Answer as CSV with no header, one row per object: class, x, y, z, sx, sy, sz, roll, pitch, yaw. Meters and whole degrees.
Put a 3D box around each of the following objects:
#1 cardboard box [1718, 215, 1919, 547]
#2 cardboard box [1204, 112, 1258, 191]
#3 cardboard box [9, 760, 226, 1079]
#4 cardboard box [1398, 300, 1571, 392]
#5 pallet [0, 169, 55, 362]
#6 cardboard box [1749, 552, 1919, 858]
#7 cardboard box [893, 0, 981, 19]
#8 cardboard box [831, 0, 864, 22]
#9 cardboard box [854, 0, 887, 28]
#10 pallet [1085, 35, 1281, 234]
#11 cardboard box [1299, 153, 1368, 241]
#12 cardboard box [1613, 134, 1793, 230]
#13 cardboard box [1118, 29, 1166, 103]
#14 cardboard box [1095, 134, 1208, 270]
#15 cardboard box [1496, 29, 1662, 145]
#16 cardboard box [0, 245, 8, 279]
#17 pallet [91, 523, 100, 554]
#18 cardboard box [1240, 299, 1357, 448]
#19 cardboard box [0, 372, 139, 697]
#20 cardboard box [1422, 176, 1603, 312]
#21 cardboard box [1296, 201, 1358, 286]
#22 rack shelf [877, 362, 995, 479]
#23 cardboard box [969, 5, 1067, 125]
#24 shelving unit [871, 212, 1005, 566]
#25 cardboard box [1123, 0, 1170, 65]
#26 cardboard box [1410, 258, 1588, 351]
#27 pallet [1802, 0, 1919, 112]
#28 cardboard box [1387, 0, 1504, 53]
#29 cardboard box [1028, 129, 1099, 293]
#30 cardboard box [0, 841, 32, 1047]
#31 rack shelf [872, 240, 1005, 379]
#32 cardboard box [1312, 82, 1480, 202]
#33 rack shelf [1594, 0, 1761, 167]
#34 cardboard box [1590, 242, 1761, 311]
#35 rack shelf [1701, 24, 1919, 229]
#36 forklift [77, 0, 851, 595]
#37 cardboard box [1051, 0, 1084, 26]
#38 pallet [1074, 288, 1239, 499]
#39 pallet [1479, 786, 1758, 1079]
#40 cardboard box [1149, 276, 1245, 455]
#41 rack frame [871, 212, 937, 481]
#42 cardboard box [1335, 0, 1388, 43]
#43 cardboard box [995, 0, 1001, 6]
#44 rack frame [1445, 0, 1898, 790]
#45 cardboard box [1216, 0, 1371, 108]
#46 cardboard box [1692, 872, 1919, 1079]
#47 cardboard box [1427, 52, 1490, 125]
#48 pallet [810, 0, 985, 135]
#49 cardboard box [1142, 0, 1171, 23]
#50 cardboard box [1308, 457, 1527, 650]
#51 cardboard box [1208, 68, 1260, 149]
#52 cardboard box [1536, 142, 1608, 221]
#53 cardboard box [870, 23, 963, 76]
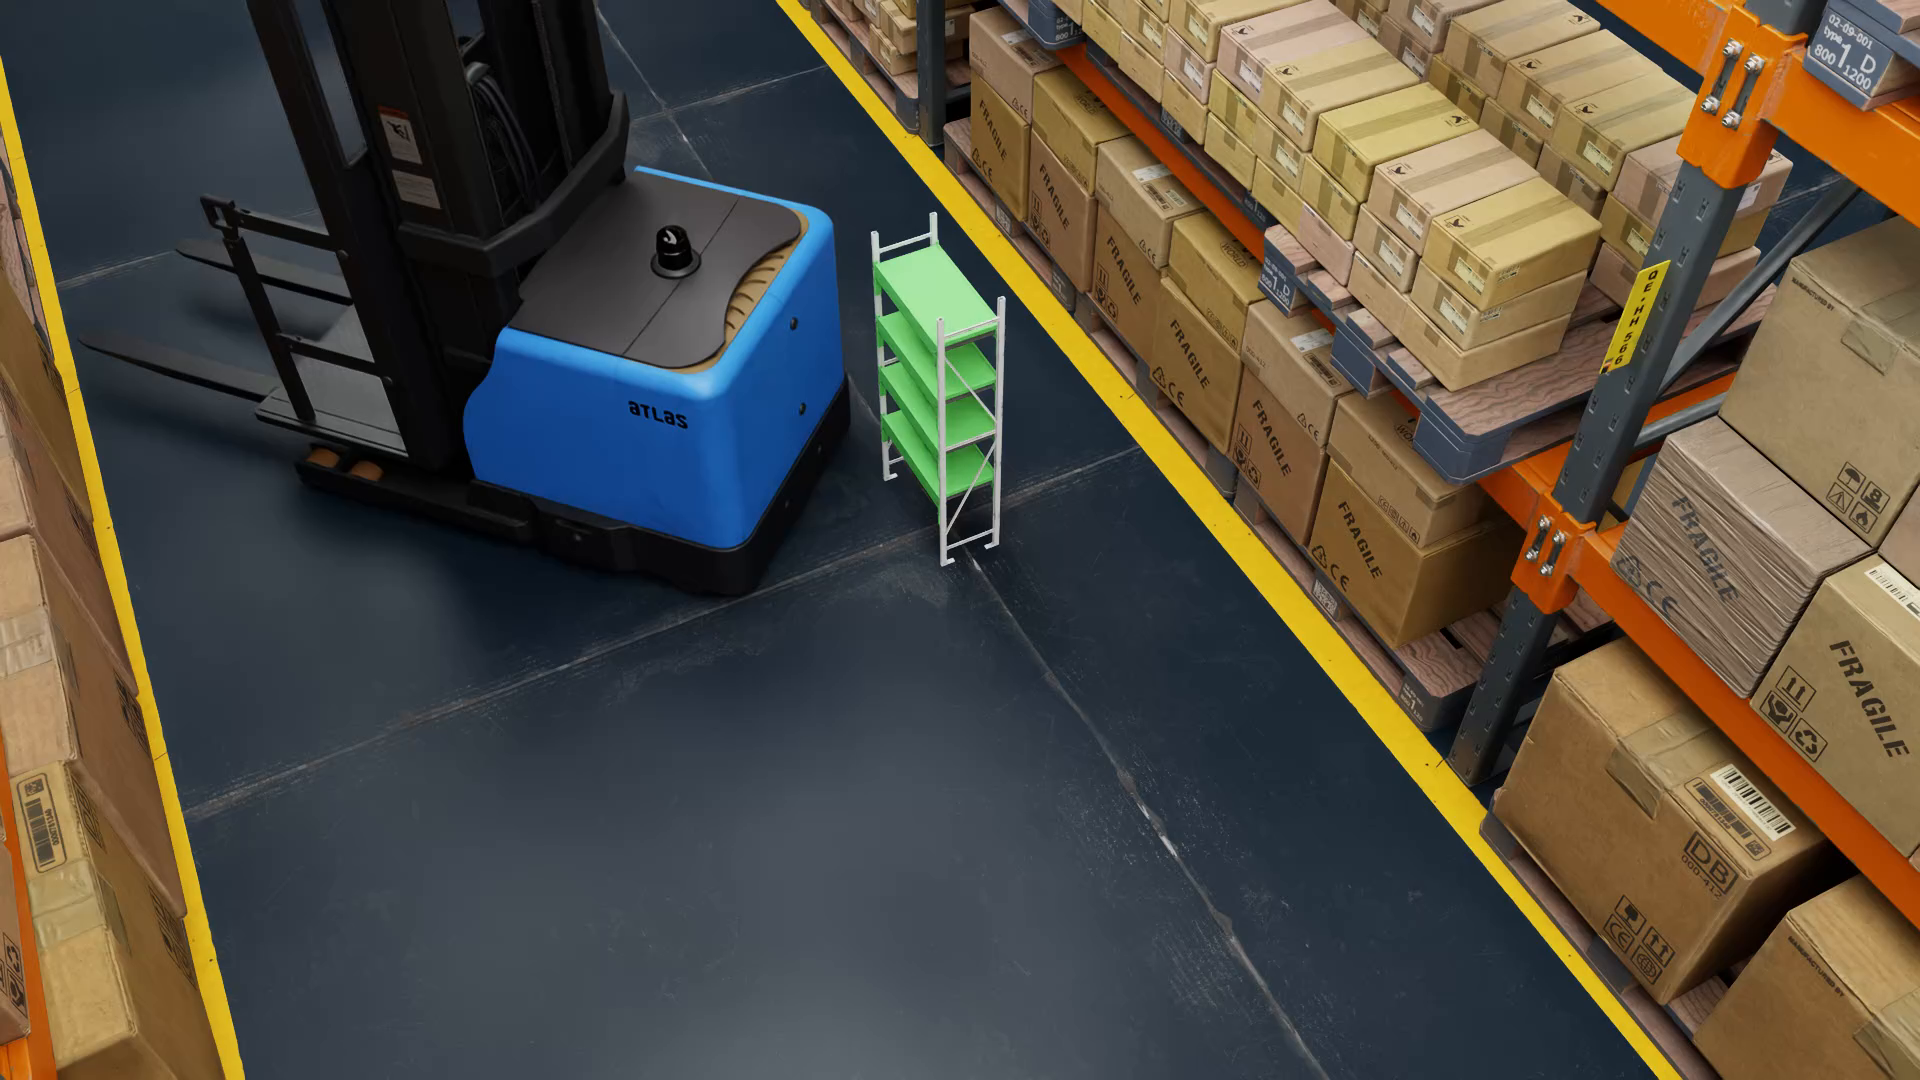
cardboard box,2.301,-0.430,3.903,0.700,0.500,0.500,-21,52,-18
cardboard box,1.005,-1.286,5.270,0.380,0.149,0.250,-23,53,-19
cardboard box,-2.649,1.361,4.199,1.225,0.875,0.875,-23,53,-19
cardboard box,1.470,-0.599,4.669,0.380,0.149,0.250,-20,52,-17
pallet,-4.461,-1.026,7.007,1.003,0.211,1.213,-21,52,-18
cardboard box,2.305,0.328,3.904,0.500,0.500,0.500,-22,52,-18
cardboard box,-0.120,-2.593,7.745,0.380,0.149,0.250,-20,52,-17
cardboard box,-0.431,-2.751,8.278,0.380,0.149,0.250,-23,53,-19
cardboard box,-0.287,-2.625,7.970,0.380,0.149,0.250,-23,53,-19
pallet,1.162,-1.619,5.801,1.003,0.211,1.213,-21,52,-18
cardboard box,1.227,-1.052,4.868,0.380,0.149,0.250,-20,52,-17
cardboard box,2.063,-1.002,4.626,0.380,0.149,0.250,-21,52,-17
cardboard box,0.760,-1.641,5.580,0.380,0.149,0.250,-23,53,-19
cardboard box,0.853,-1.327,6.302,0.500,0.250,0.500,-19,52,-16
cardboard box,1.832,-1.344,4.925,0.380,0.149,0.250,-21,52,-18
cardboard box,-4.413,-1.316,6.541,0.875,0.875,0.875,-21,52,-18
pallet,-3.762,0.000,6.110,1.003,0.211,1.213,-21,52,-18
cardboard box,1.318,-0.636,5.697,0.500,0.250,0.500,-20,52,-17
cardboard box,-3.462,0.172,5.239,1.225,0.875,0.875,-23,53,-19
cardboard box,1.473,-0.793,4.444,0.380,0.149,0.250,-23,53,-19
cardboard box,1.240,-0.938,4.966,0.380,0.149,0.250,-20,52,-17
rack shelf,-0.076,-0.464,5.943,0.258,0.148,0.480,-21,52,-18
cardboard box,0.377,-2.026,6.912,0.500,0.250,0.500,-23,53,-19
shelving unit,-0.076,-0.506,5.895,0.258,1.200,0.503,-21,52,-18
cardboard box,0.763,-1.734,5.464,0.380,0.149,0.250,-22,52,-18
cardboard box,1.474,-0.699,4.559,0.380,0.149,0.250,-20,52,-17
pallet,2.446,-0.885,3.164,1.213,0.211,1.003,-19,51,-16
cardboard box,1.586,-1.702,5.238,0.380,0.149,0.250,-19,51,-16
cardboard box,0.620,-1.425,6.885,0.500,0.500,0.500,-19,52,-16
cardboard box,-2.332,0.817,3.476,0.500,0.500,0.500,-20,52,-16
rack shelf,-0.076,-0.780,5.582,0.258,0.148,0.480,-21,52,-18
cardboard box,1.240,-1.138,4.745,0.380,0.149,0.250,-20,52,-16
rack shelf,1.189,-2.461,4.895,1.077,0.370,4.000,-21,52,-18
cardboard box,2.079,-0.796,4.842,0.380,0.149,0.250,-22,52,-18
rack shelf,3.020,0.216,2.553,1.077,0.370,4.000,-21,52,-18
forklift,-2.002,-1.462,5.582,3.031,2.935,1.130,16,51,13
cardboard box,0.519,-1.992,5.887,0.380,0.149,0.250,-23,53,-19
pallet,1.194,-0.793,6.803,1.003,0.211,1.213,-21,52,-18
pallet,2.398,1.100,5.148,1.003,0.211,1.213,-21,52,-18
cardboard box,1.080,-0.735,6.281,0.500,0.500,0.500,-23,53,-19
rack frame,-0.187,-0.669,6.038,0.240,1.200,0.015,-21,52,-18
cardboard box,1.471,-1.779,5.504,0.380,0.149,0.250,-22,52,-18
cardboard box,0.393,-2.603,8.149,0.380,0.149,0.250,-23,53,-19
rack frame,2.105,-0.372,4.582,1.000,3.000,0.127,-21,52,-18
cardboard box,1.009,-1.478,5.043,0.380,0.149,0.250,-21,52,-18
cardboard box,2.706,1.253,4.377,1.050,0.750,0.750,-20,52,-17
cardboard box,1.695,-1.445,5.211,0.380,0.149,0.250,-21,52,-17
pallet,-0.065,-2.568,8.356,1.003,0.211,1.213,-21,52,-18
cardboard box,0.765,-1.834,5.354,0.380,0.149,0.250,-20,52,-16
cardboard box,1.571,-0.038,5.672,0.500,0.500,0.500,-21,52,-18
cardboard box,1.001,-1.387,5.161,0.380,0.149,0.250,-21,52,-18
cardboard box,1.936,-1.099,4.909,0.380,0.149,0.250,-19,51,-16
cardboard box,-0.208,-2.394,7.966,0.380,0.149,0.250,-21,52,-17
